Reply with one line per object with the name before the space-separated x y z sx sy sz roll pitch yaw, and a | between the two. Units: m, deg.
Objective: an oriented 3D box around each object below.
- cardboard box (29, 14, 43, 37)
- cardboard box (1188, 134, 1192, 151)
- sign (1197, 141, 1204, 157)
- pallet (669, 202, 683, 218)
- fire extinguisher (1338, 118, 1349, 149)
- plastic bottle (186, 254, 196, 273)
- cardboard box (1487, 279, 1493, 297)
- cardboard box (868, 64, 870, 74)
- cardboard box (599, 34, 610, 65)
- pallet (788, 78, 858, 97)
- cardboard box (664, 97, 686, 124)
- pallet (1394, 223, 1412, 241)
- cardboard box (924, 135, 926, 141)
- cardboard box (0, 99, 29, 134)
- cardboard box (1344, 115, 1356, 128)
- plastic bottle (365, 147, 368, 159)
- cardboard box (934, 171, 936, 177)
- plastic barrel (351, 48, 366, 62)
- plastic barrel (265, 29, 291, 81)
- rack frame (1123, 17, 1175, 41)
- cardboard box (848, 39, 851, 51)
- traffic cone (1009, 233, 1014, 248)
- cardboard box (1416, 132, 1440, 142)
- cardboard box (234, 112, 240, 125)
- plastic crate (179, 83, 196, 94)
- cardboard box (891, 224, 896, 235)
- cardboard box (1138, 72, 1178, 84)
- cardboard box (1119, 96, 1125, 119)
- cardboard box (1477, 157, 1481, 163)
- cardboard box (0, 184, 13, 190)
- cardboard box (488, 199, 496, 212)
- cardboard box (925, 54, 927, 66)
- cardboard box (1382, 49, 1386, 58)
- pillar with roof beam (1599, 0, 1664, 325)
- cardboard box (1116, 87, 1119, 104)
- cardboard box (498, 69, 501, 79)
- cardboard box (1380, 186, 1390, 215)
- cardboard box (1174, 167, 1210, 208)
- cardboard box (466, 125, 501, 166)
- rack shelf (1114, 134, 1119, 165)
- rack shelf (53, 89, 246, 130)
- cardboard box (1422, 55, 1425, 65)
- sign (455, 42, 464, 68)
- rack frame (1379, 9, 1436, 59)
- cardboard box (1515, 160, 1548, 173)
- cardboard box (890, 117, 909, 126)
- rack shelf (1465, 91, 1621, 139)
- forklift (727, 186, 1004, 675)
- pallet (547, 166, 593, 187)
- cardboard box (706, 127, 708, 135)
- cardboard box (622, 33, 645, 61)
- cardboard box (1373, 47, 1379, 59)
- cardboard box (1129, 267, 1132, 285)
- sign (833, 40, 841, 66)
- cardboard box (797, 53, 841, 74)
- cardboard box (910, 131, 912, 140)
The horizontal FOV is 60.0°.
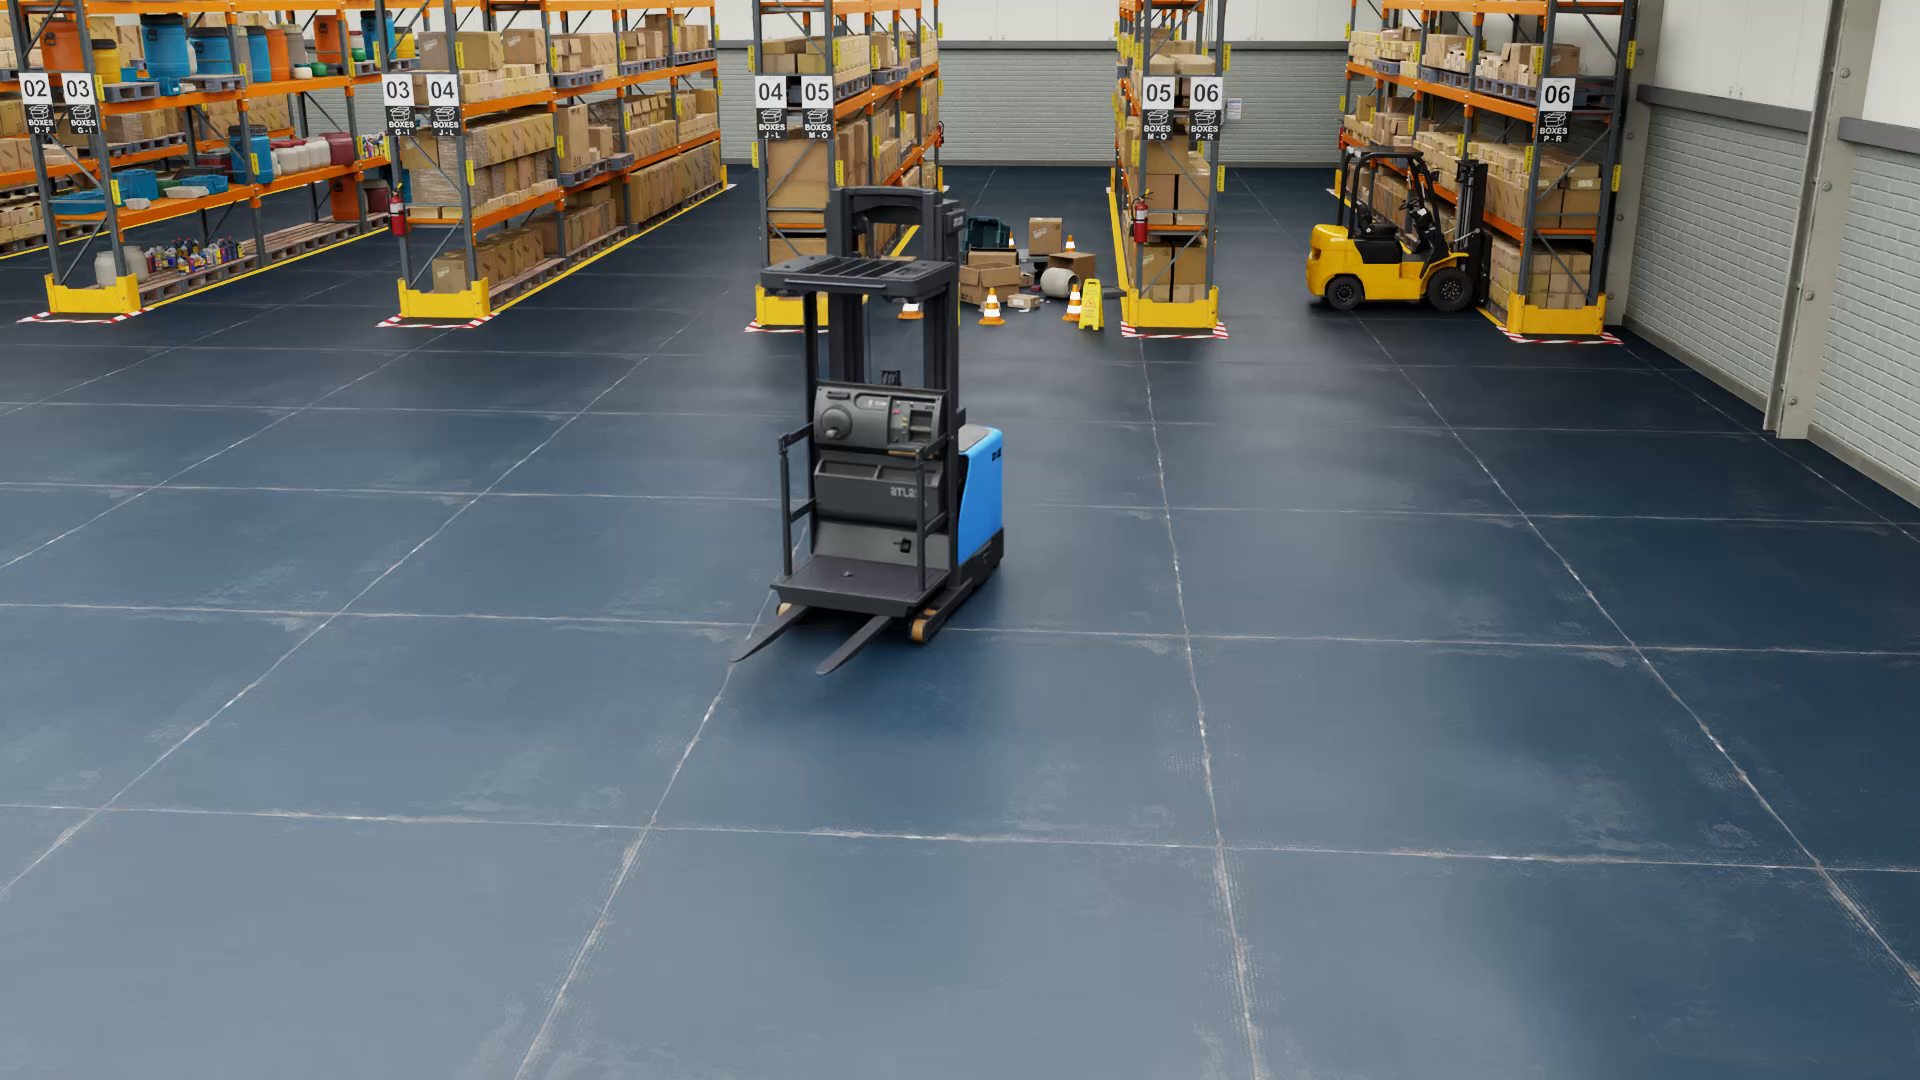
cardboard box | -20.568 -11.361 36.662 0.500 0.500 0.500 2 18 6
cardboard box | 3.425 -6.040 25.726 0.500 0.500 0.500 2 18 5
sign | 3.647 -5.914 25.264 0.100 0.325 0.005 1 18 4
pallet | -6.186 -6.652 33.384 1.003 0.211 1.213 1 18 4
fire extinguisher | 8.466 -8.972 36.709 0.296 0.674 0.183 1 18 4
plastic bottle | -11.531 -4.146 24.914 0.061 0.283 0.133 2 18 5
cardboard box | 7.578 -3.516 23.076 0.500 0.250 0.500 1 18 5
cardboard box | -1.547 -7.024 24.794 0.380 0.149 0.250 1 18 4
cardboard box | -6.304 -8.373 28.378 0.500 0.500 0.500 1 18 4
pallet | -1.999 -6.343 23.288 1.003 0.211 1.213 1 18 4
cardboard box | -5.917 -8.788 33.983 0.500 0.500 0.500 1 18 4
pallet | 8.434 -5.551 30.024 1.003 0.211 1.213 1 18 4
cardboard box | -0.900 -8.364 34.536 0.380 0.149 0.250 2 18 5
cardboard box | -20.873 -9.313 36.547 0.980 0.700 0.700 0 18 1
cardboard box | 8.615 -9.065 36.033 0.500 0.250 0.500 1 18 4
plastic bottle | -11.037 -7.185 30.851 0.097 0.201 0.097 0 18 0
cardboard box | -0.733 -8.134 36.856 0.380 0.149 0.250 1 18 2
plastic barrel | -11.128 -8.961 30.712 0.294 0.245 0.294 0 18 0
plastic barrel | -11.755 -8.262 28.315 0.600 0.830 0.708 1 18 4
rack frame | 3.678 -10.848 32.077 1.000 3.000 0.127 1 18 4
cardboard box | -1.693 -6.772 22.745 0.380 0.149 0.250 1 18 3
traffic cone | 0.821 -4.835 27.437 0.336 0.463 0.334 1 18 4
cardboard box | 8.026 -6.908 28.486 0.380 0.149 0.250 2 18 6
cardboard box | -15.707 -8.955 35.773 0.500 0.500 0.500 1 18 4
plastic crate | -11.432 -6.637 24.466 0.243 0.136 0.396 1 18 4
cardboard box | -1.686 -5.777 29.175 1.050 0.750 0.750 1 18 3
cardboard box | 2.637 -6.086 22.126 0.500 0.250 0.500 1 18 3
cardboard box | 3.360 -8.389 32.442 0.500 0.500 0.500 1 18 5
cardboard box | 7.671 -5.428 23.970 0.380 0.149 0.250 2 18 5
cardboard box | -20.872 -7.791 35.724 0.700 0.500 0.500 2 18 5
cardboard box | -6.741 -4.688 23.315 0.380 0.149 0.250 1 18 4
cardboard box | -0.943 -9.724 33.705 0.500 0.250 0.500 1 18 3
cardboard box | 8.134 -9.119 31.188 0.380 0.149 0.250 2 18 5
pillar with roof beam | 4.424 -7.303 21.260 9.100 9.000 0.400 1 18 4
cardboard box | 3.617 -9.458 35.705 0.500 0.500 0.500 1 18 2
cardboard box | -6.717 -6.597 23.522 0.380 0.149 0.250 1 18 3
cardboard box | 8.302 -6.433 31.579 0.500 0.500 0.500 1 18 2
cardboard box | 3.163 -4.761 22.496 0.500 0.500 0.500 2 18 6
cardboard box | -6.712 -5.475 23.071 0.500 0.500 0.500 1 18 4
rack shelf | 3.822 -8.276 35.019 1.077 0.370 4.000 1 18 4
rack shelf | -11.863 -6.306 24.190 1.077 0.370 4.000 1 18 4
cardboard box | 8.015 -8.105 28.063 0.380 0.166 0.250 1 18 4
sign | -6.525 -6.320 21.672 0.100 0.325 0.005 1 18 4
rack frame | 8.630 -10.738 31.742 1.000 3.000 0.127 1 18 4
cardboard box | 7.563 -4.932 21.979 0.380 0.149 0.250 2 18 5
cardboard box | -1.179 -7.988 31.759 0.380 0.149 0.250 1 18 2
rack shelf | 7.913 -5.865 22.843 1.077 0.370 4.000 1 18 4
forklift | -0.638 -0.836 11.269 1.130 2.935 3.031 6 19 19
pallet | -6.580 -5.876 26.848 1.003 0.211 1.213 1 18 4
cardboard box | -5.688 -8.906 36.188 0.380 0.149 0.250 1 18 3
cardboard box | -6.368 -9.285 31.284 0.797 0.503 0.637 1 18 3
cardboard box | 8.414 -9.538 32.661 0.500 0.250 0.500 1 18 4
cardboard box | 2.685 -3.743 23.771 0.500 0.250 0.500 1 18 2
sign | -1.573 -6.213 21.219 0.100 0.325 0.005 1 18 4
cardboard box | -1.836 -6.236 21.747 0.500 0.250 0.500 1 18 4
cardboard box | -1.135 -7.870 32.354 0.380 0.149 0.250 1 18 4
